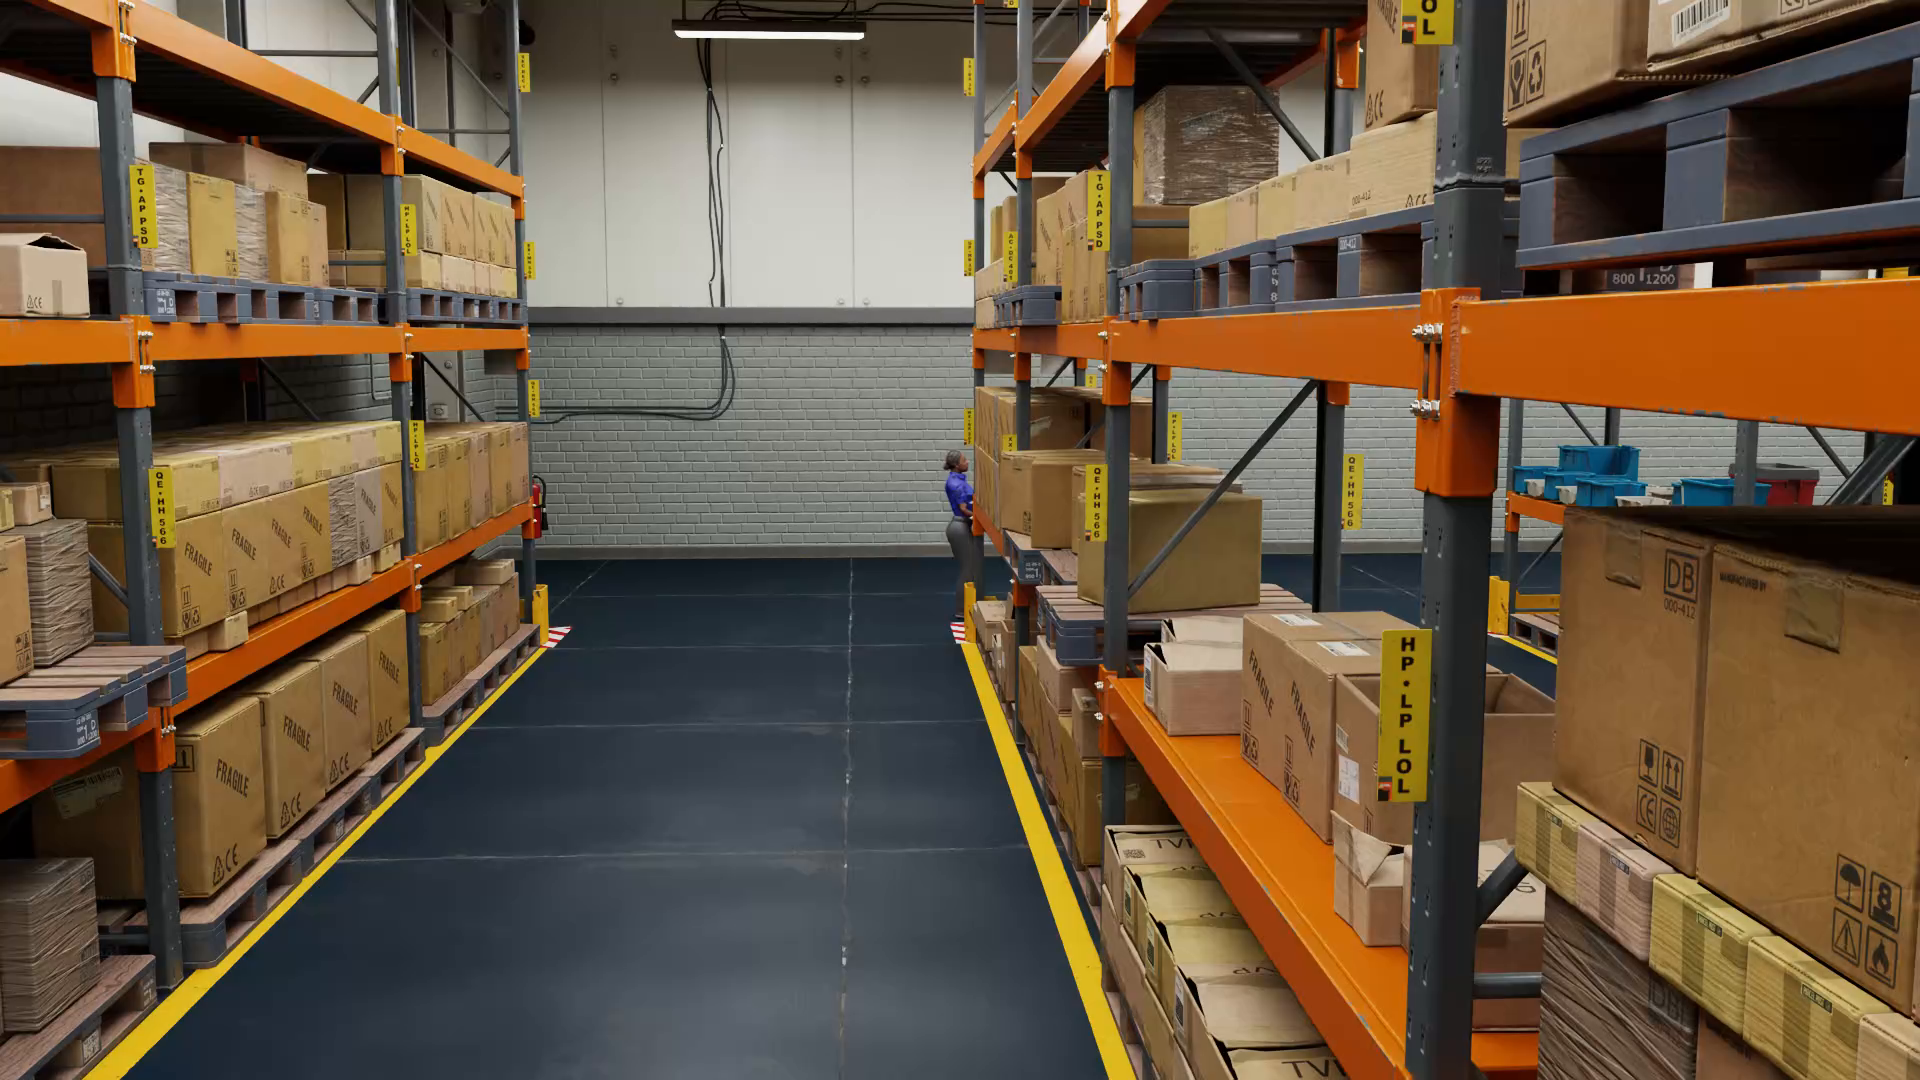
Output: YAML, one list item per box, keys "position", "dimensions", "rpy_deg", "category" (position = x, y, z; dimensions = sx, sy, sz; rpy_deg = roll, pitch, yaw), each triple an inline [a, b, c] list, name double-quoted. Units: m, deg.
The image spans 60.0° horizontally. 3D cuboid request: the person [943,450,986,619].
- position: [0.094, -0.058, 16.290]
  dimensions: [0.520, 1.645, 0.449]
  rpy_deg: [0, 7, 2]
  category: "person"
